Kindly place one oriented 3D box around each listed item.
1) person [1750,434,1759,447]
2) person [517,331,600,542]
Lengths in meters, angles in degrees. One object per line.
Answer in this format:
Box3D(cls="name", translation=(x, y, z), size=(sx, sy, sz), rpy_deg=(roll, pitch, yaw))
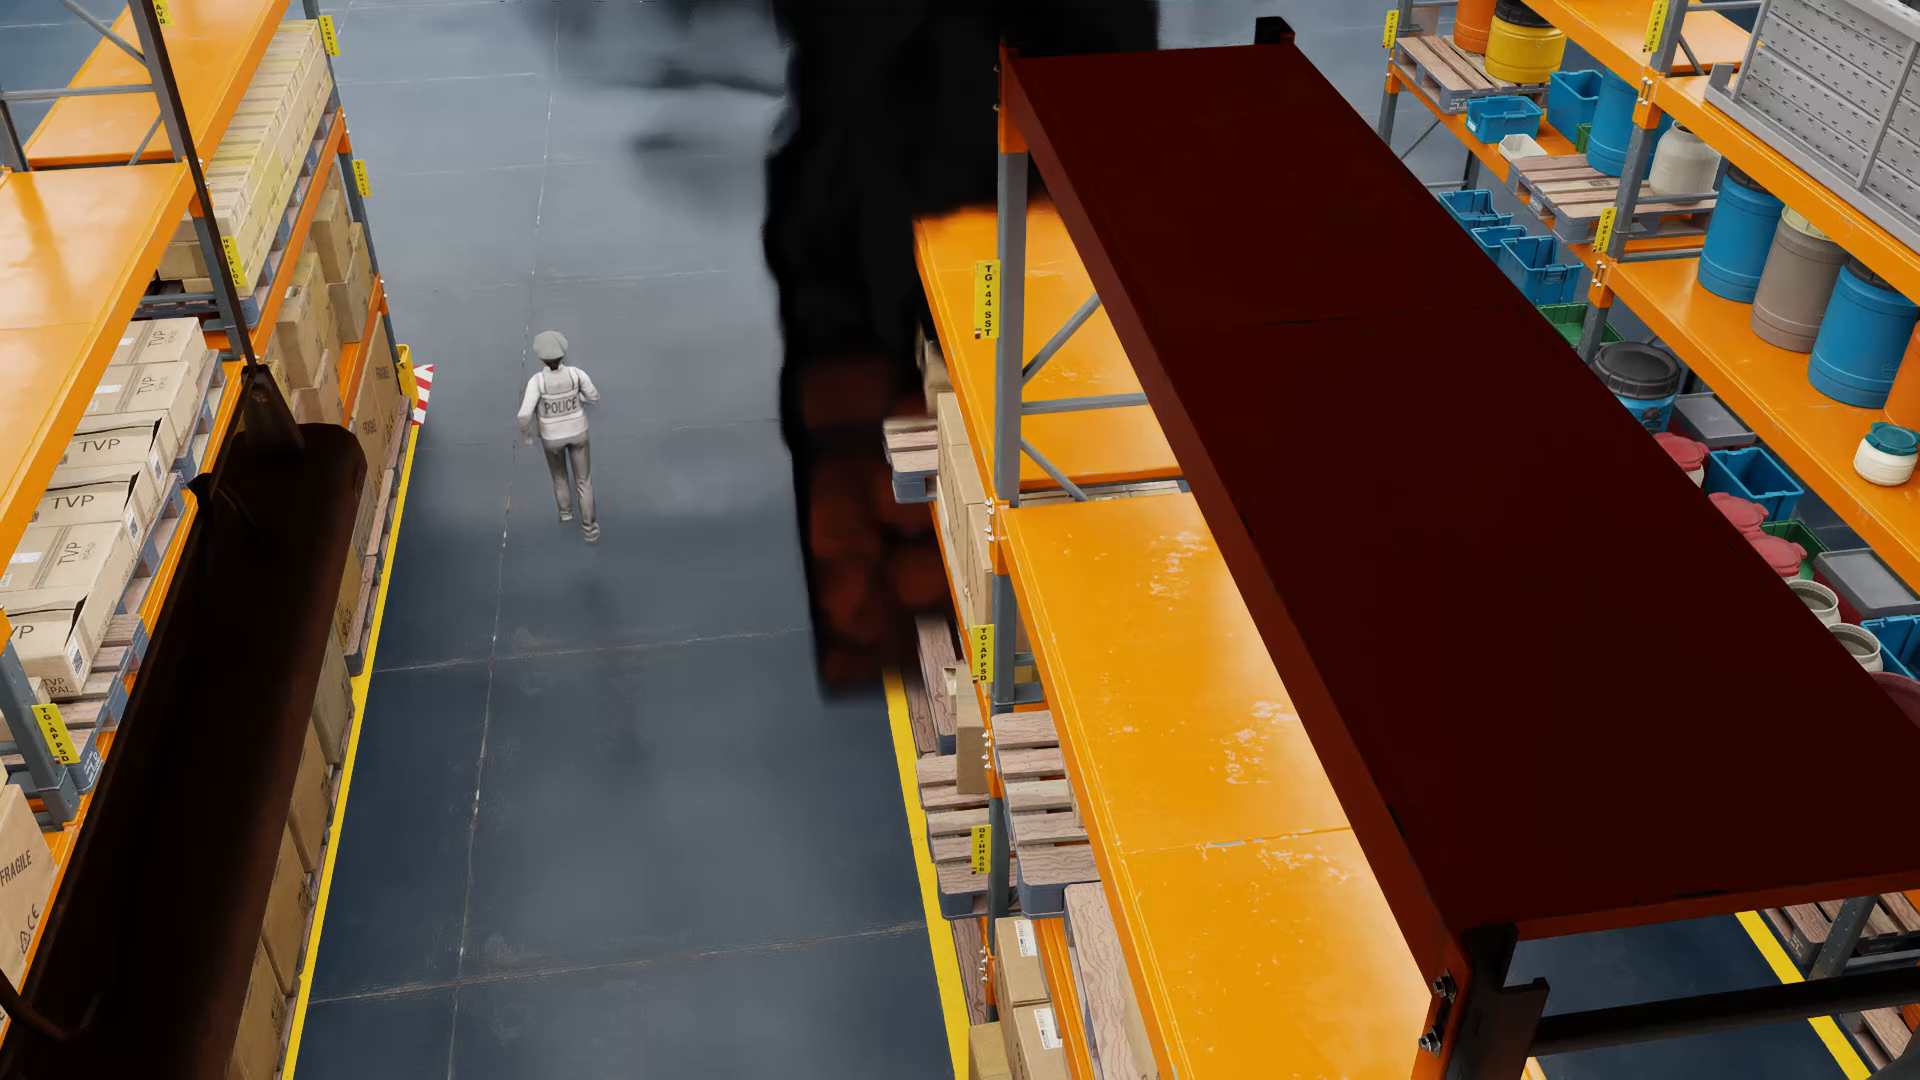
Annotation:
Box3D(cls="person", translation=(6.336, -0.956, 13.374), size=(0.634, 1.649, 0.577), rpy_deg=(-2, 36, -2))
Box3D(cls="person", translation=(-2.989, -0.747, 12.593), size=(0.615, 1.804, 0.711), rpy_deg=(-11, 38, -15))
